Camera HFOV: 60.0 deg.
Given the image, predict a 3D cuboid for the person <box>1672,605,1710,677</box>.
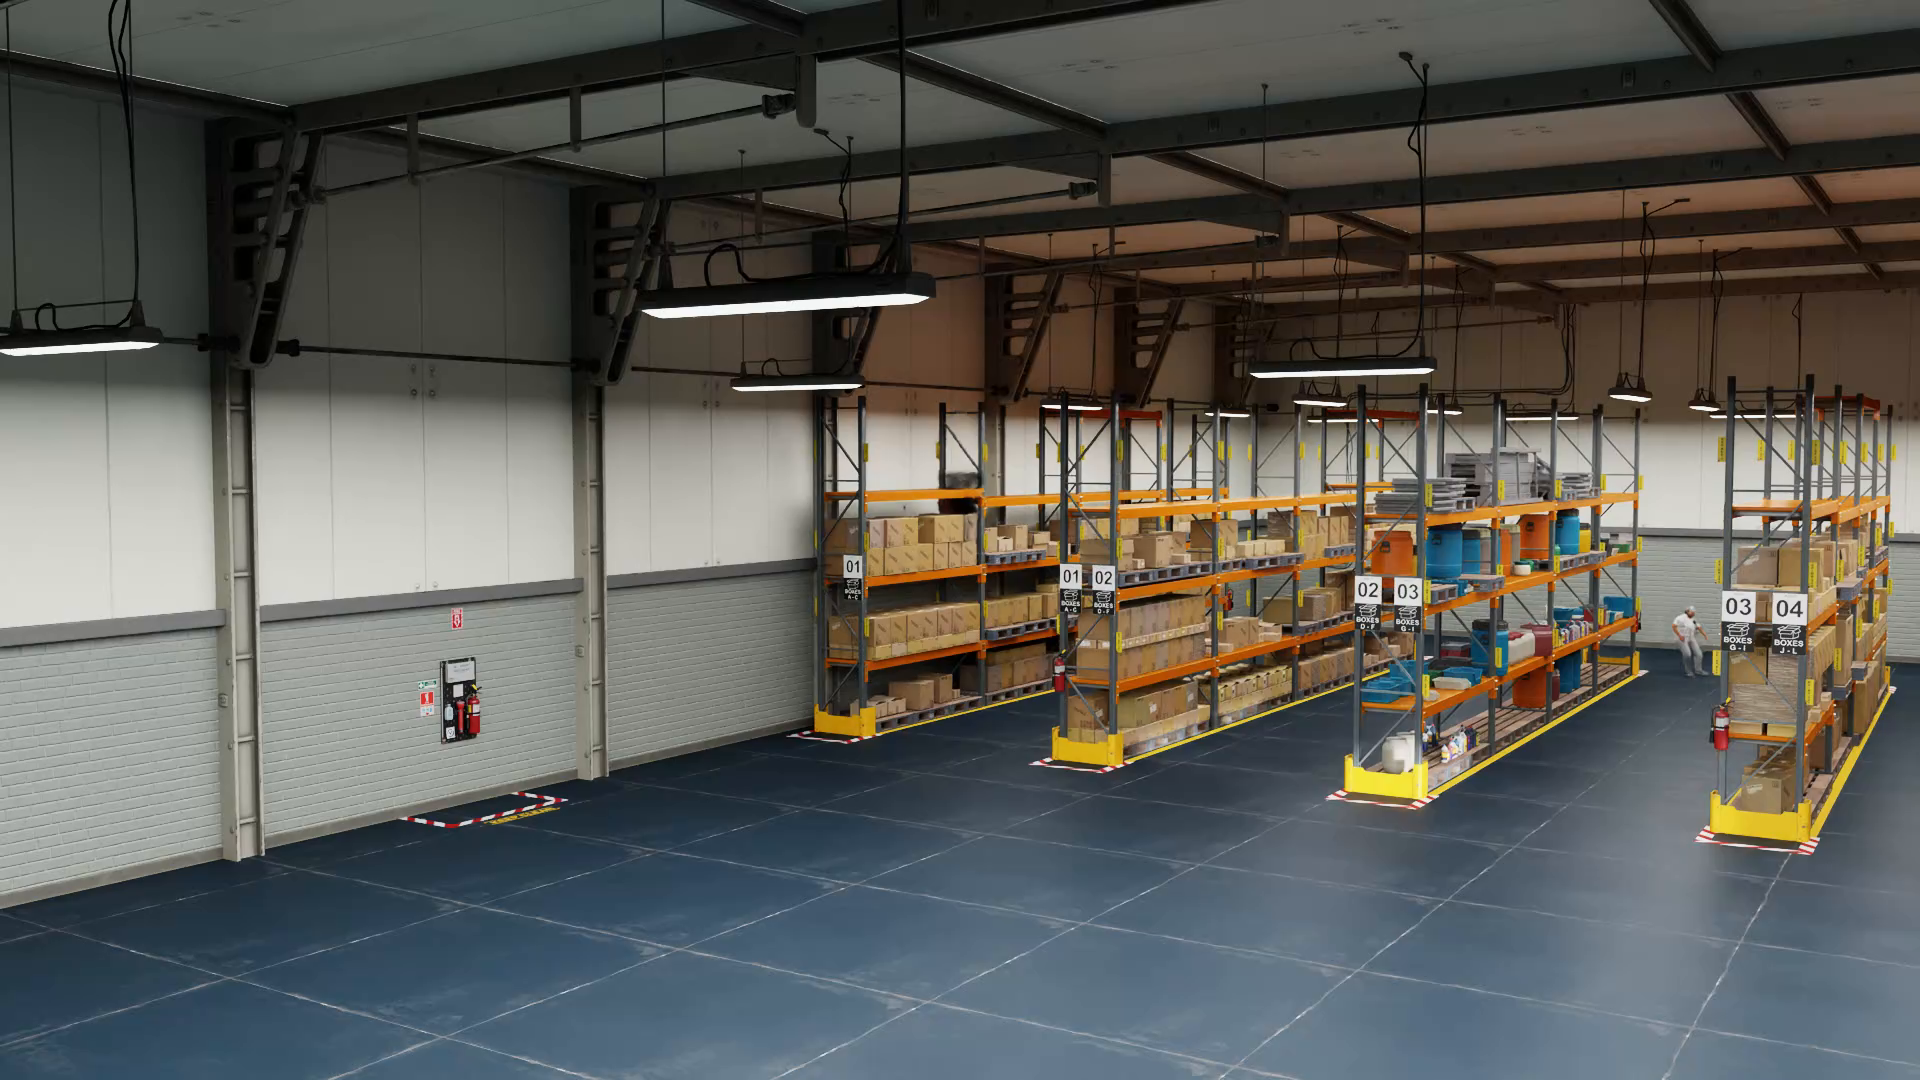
[{"bbox_3d":[16.422,2.276,37.351,0.870,1.625,0.538,-1,3,-14],"label":"person"}]
